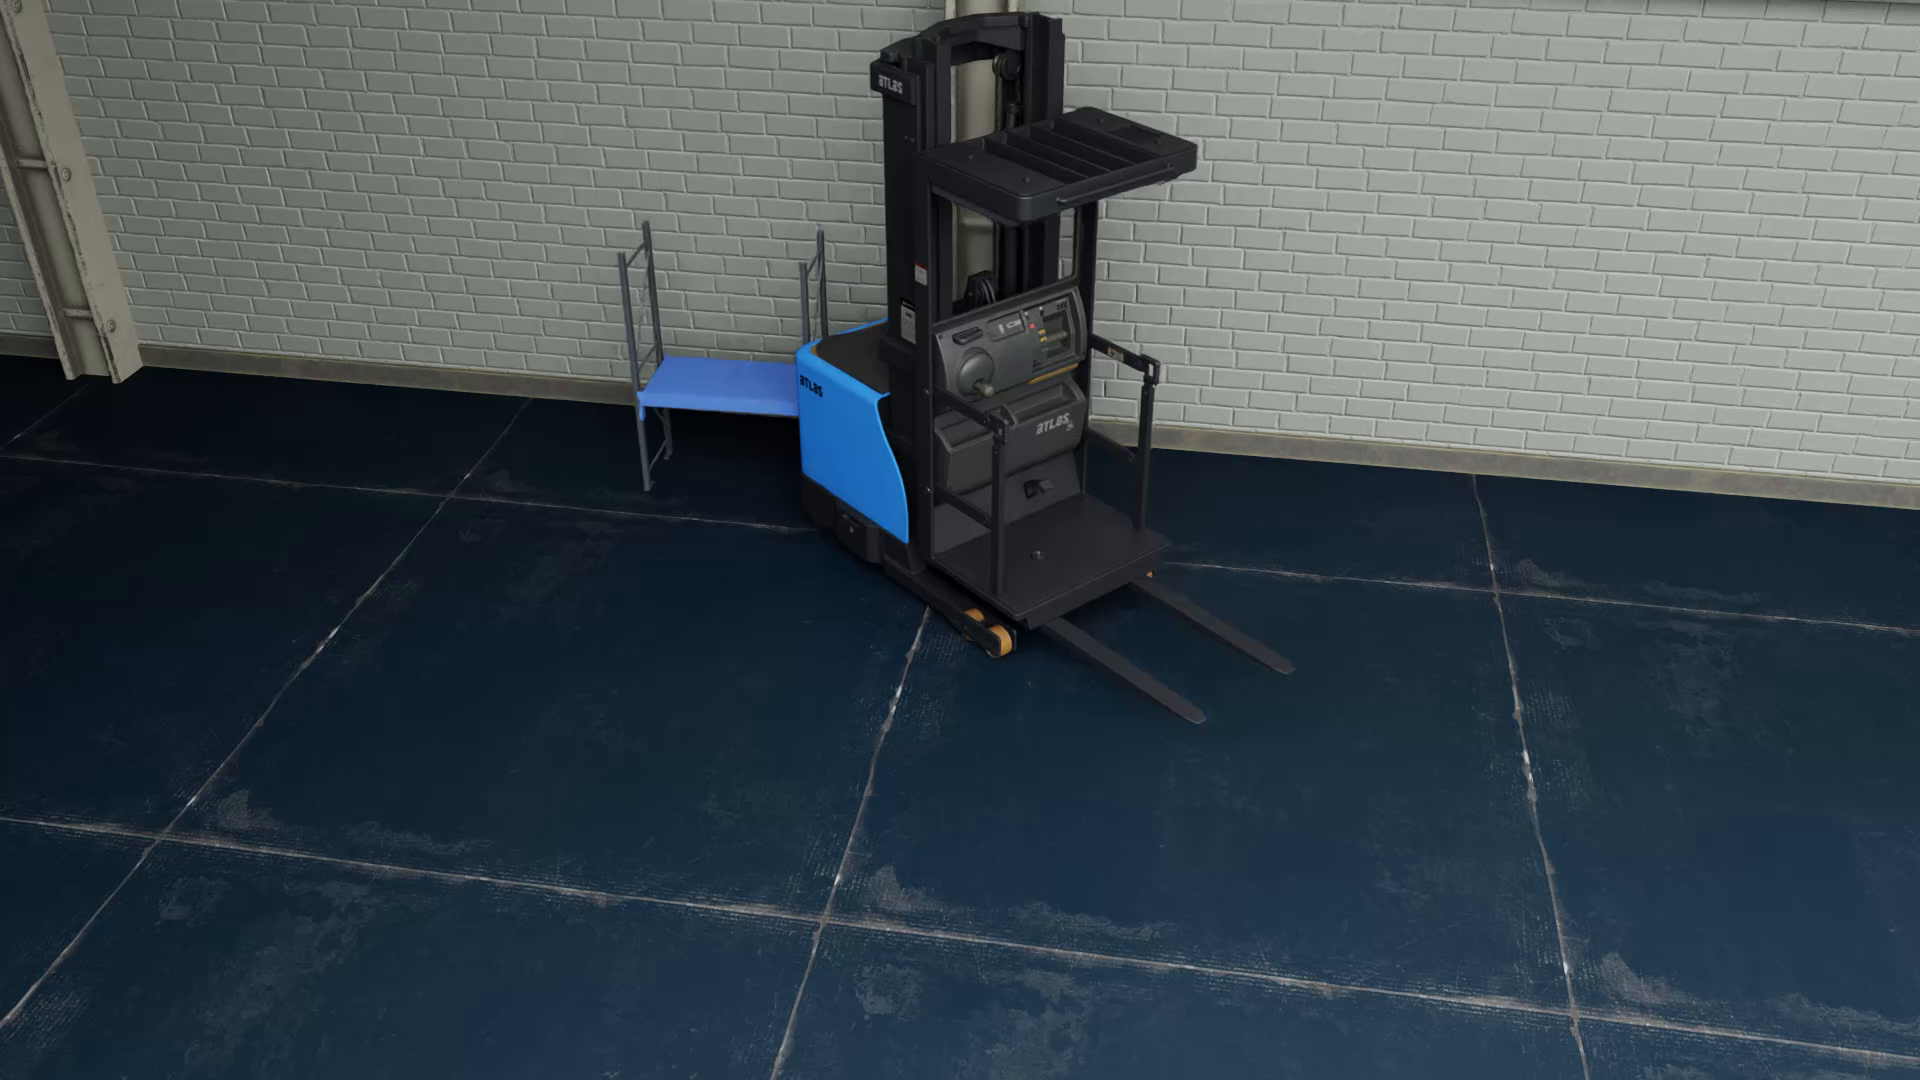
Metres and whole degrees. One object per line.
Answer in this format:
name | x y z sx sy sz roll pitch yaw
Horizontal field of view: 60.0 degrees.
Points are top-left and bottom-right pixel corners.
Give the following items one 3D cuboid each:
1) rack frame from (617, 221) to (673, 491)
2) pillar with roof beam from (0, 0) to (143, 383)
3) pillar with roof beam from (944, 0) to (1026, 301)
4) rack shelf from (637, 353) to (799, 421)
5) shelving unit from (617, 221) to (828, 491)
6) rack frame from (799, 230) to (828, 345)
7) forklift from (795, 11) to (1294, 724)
rack frame | -1.827 -1.059 9.703 0.032 1.500 0.500 4 32 7
pillar with roof beam | -6.501 -2.705 5.264 0.400 9.000 9.100 5 32 8
pillar with roof beam | -0.586 -2.169 4.408 0.400 9.000 9.100 5 32 8
rack shelf | -1.324 -0.870 9.739 1.000 0.185 0.538 4 32 7
shelving unit | -1.324 -1.022 9.644 1.048 1.500 0.538 4 32 7
rack frame | -0.820 -0.985 9.585 0.032 1.500 0.500 4 32 7
forklift | 0.399 -0.943 8.167 1.130 2.935 3.031 -23 39 -32
